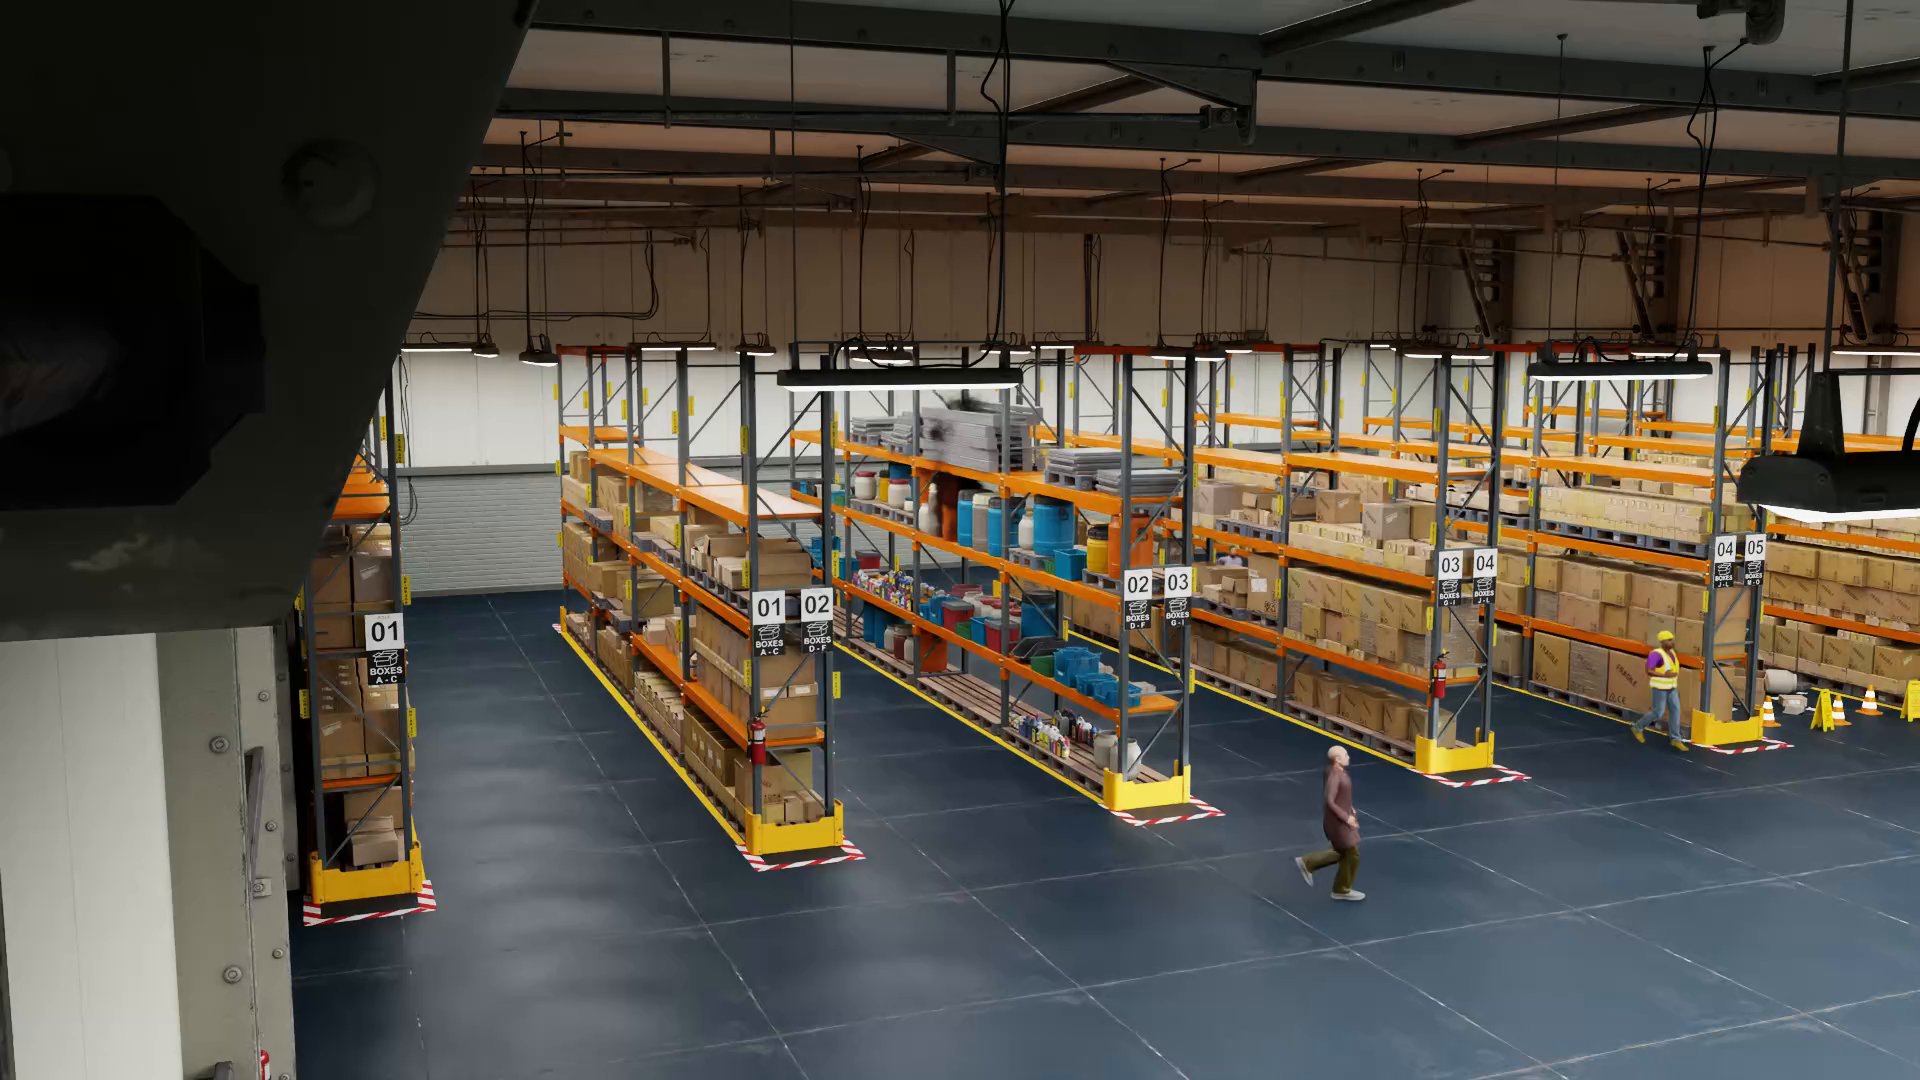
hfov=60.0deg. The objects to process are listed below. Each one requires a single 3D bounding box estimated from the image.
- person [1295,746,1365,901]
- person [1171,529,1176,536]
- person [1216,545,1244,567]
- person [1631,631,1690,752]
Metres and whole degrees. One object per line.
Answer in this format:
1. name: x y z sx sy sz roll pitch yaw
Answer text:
1. person: 4.123 3.131 18.456 0.775 1.733 0.752 1 7 9
2. person: 4.820 0.564 38.509 0.689 1.790 0.902 -3 8 -19
3. person: 5.864 0.958 35.957 0.598 1.677 0.878 -3 8 -20
4. person: 10.627 2.259 25.137 0.708 1.789 0.874 -5 9 -33
